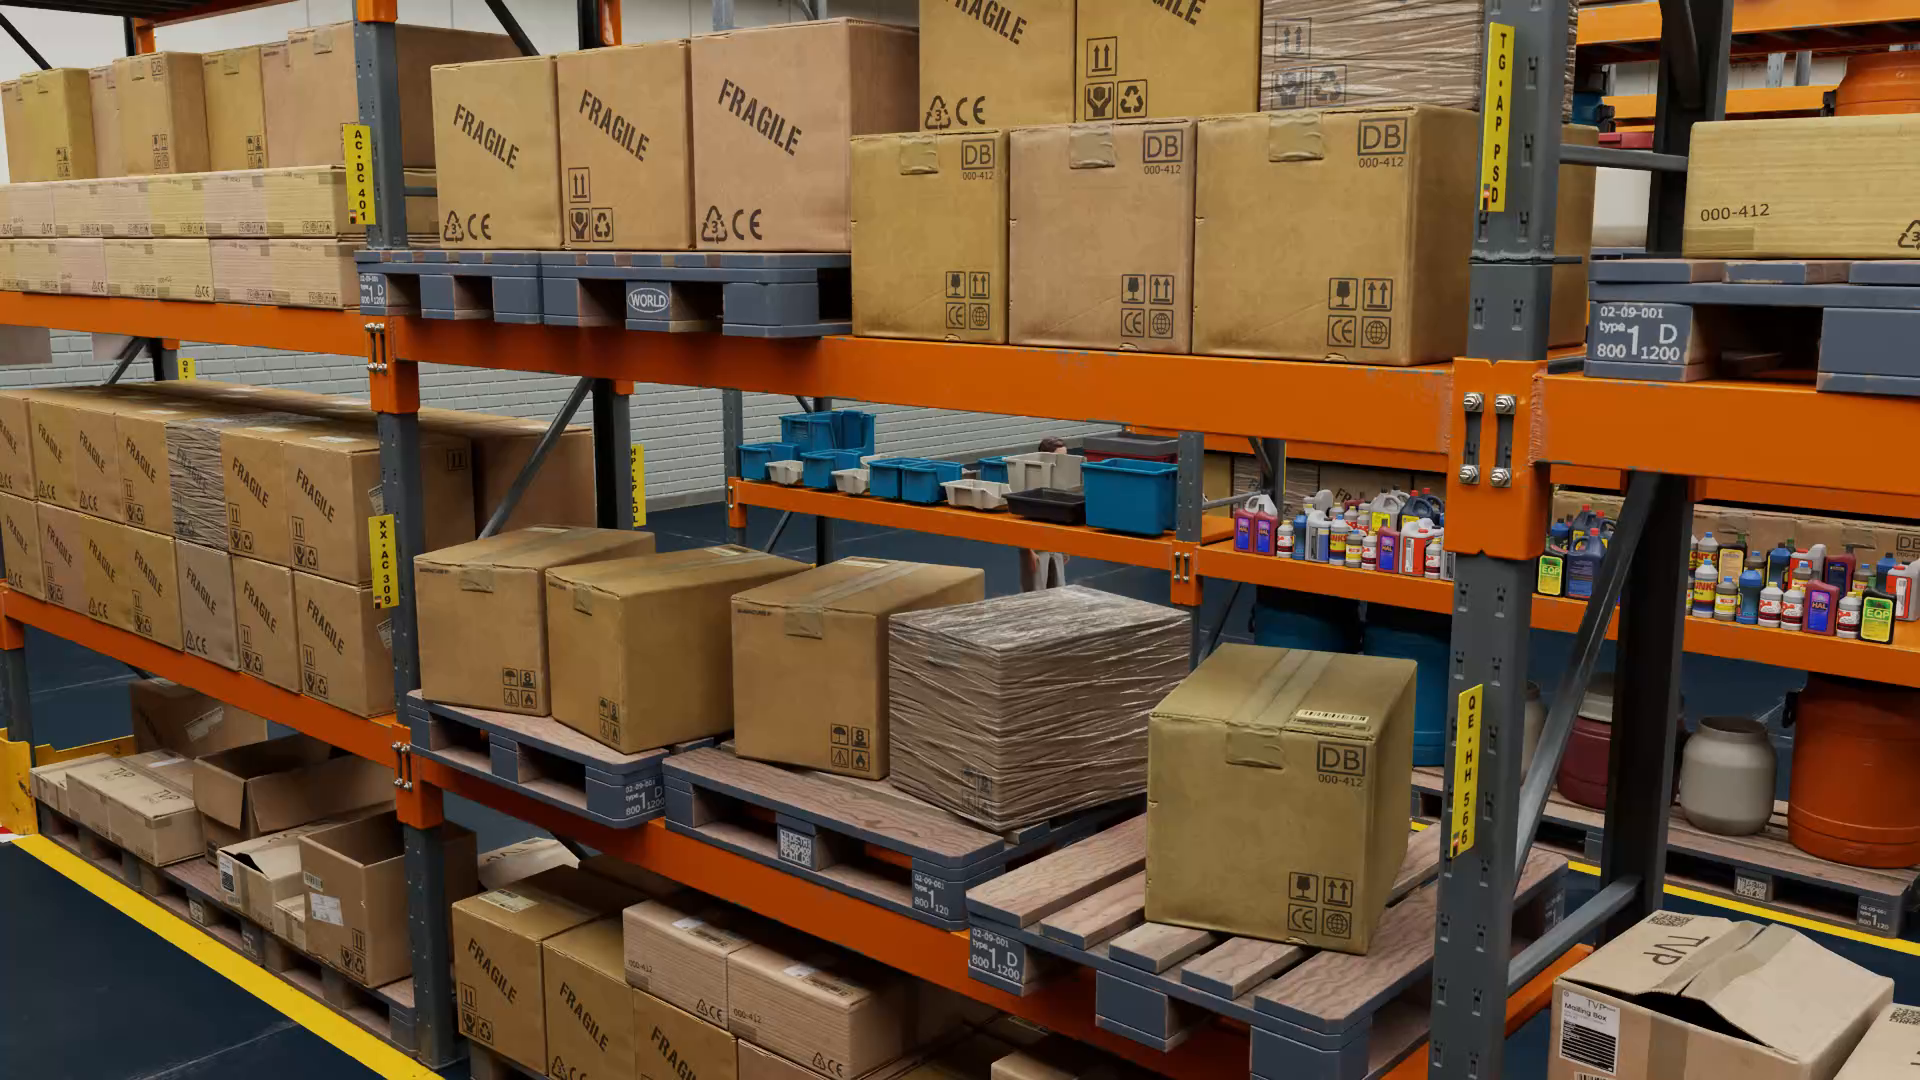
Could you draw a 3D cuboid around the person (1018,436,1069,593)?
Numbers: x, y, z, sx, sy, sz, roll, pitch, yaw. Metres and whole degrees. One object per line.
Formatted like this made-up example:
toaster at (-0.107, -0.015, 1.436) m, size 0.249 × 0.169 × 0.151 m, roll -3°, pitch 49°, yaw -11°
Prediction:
person at (0.603, 0.084, 11.948) m, size 0.353 × 1.672 × 0.502 m, roll 9°, pitch 13°, yaw 39°
